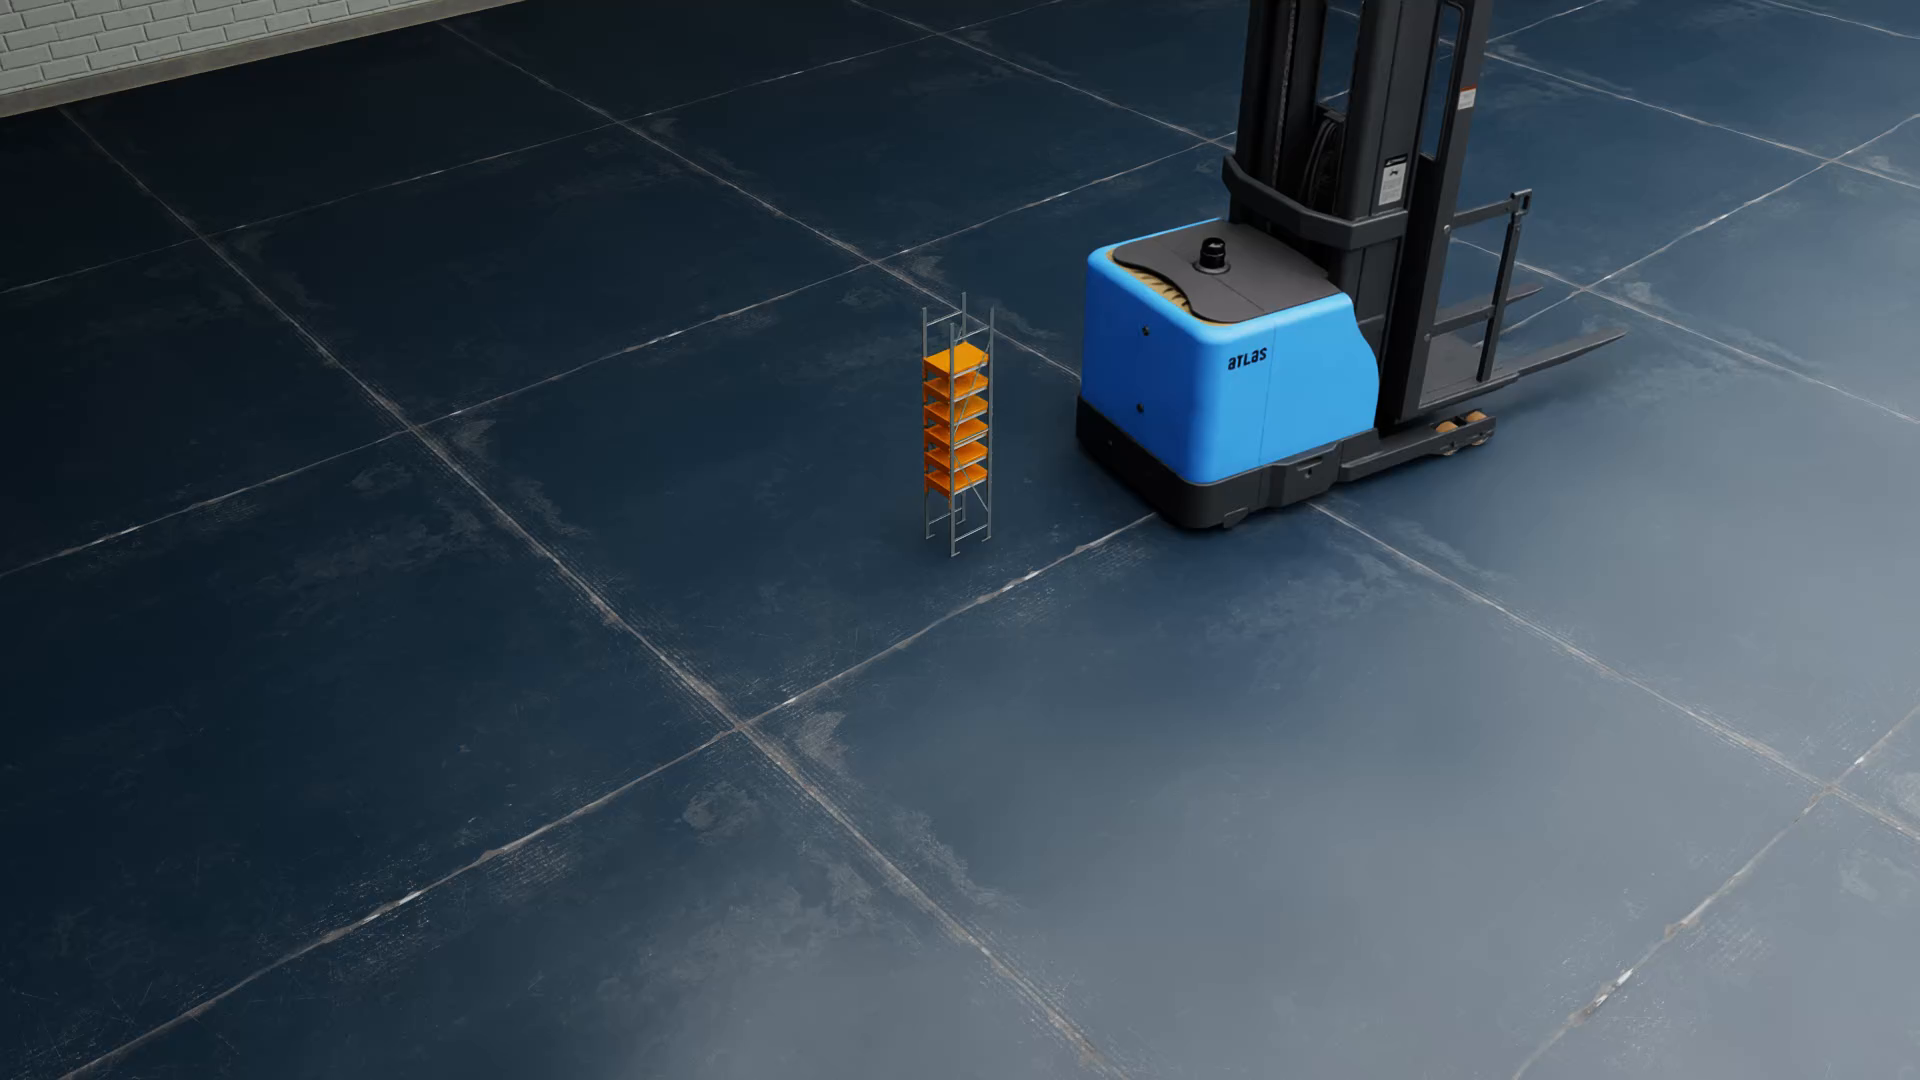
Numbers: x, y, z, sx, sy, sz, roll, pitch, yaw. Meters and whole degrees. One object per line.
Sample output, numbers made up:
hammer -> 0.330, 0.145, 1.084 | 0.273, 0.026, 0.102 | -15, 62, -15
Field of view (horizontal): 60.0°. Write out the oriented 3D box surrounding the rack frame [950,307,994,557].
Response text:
rack frame -> 0.050, -0.456, 7.355 | 0.240, 1.200, 0.006 | -26, 43, -32

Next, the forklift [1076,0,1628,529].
forklift -> 2.117, -1.866, 7.849 | 3.031, 2.935, 1.130 | -18, 39, -24

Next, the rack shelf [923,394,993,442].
rack shelf -> -0.009, -0.558, 7.369 | 0.258, 0.103, 0.180 | -26, 43, -32

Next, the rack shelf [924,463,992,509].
rack shelf -> -0.009, -0.264, 7.577 | 0.258, 0.103, 0.180 | -26, 43, -32

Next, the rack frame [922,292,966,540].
rack frame -> -0.068, -0.536, 7.469 | 0.240, 1.200, 0.006 | -26, 43, -32

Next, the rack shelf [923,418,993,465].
rack shelf -> -0.009, -0.460, 7.438 | 0.258, 0.103, 0.180 | -26, 43, -32

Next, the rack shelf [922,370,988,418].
rack shelf -> -0.009, -0.656, 7.299 | 0.258, 0.103, 0.180 | -26, 43, -32

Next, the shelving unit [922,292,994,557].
shelving unit -> -0.009, -0.496, 7.412 | 0.258, 1.200, 0.189 | -26, 43, -32

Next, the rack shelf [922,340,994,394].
rack shelf -> -0.009, -0.754, 7.230 | 0.258, 0.103, 0.180 | -26, 43, -32

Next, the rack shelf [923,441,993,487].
rack shelf -> -0.009, -0.362, 7.507 | 0.258, 0.103, 0.180 | -26, 43, -32
